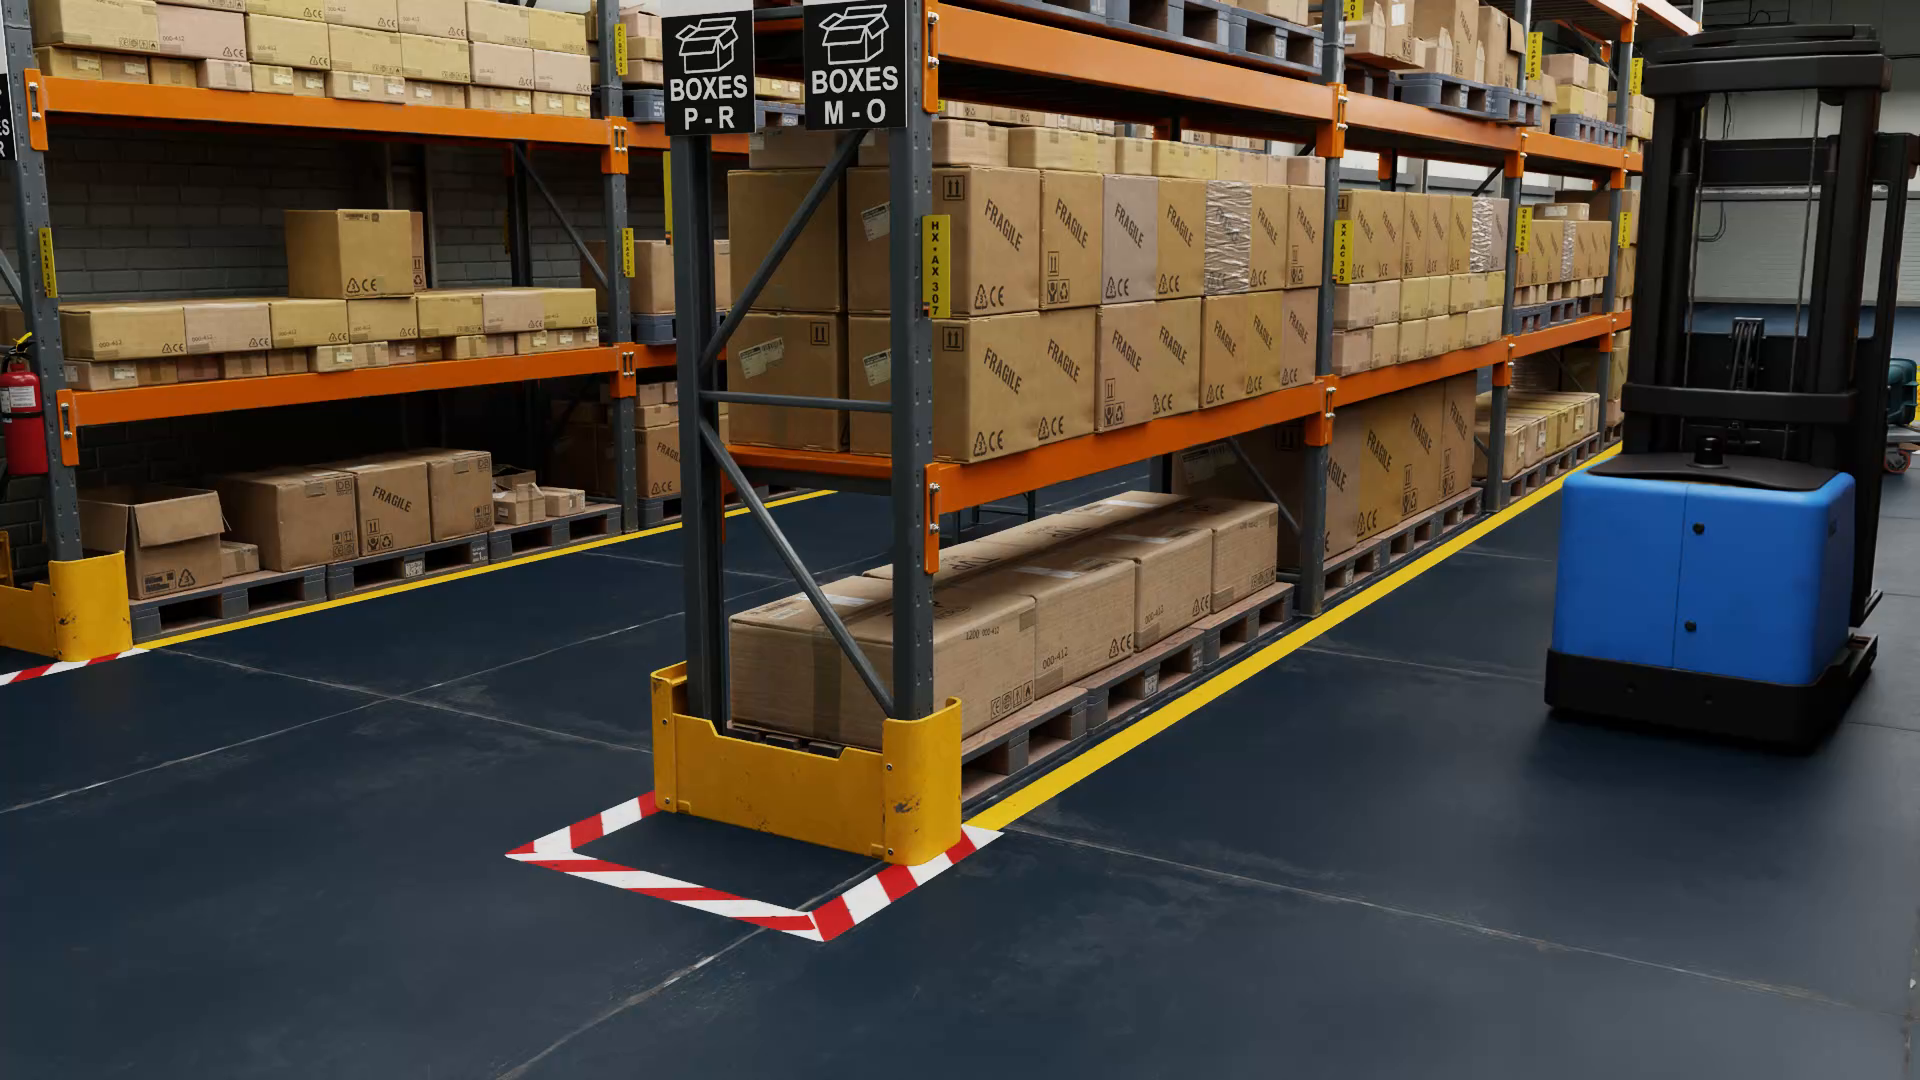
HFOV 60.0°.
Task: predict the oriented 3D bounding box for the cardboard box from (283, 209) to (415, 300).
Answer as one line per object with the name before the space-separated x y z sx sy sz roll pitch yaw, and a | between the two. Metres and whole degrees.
cardboard box | -3.547 -1.663 9.663 0.500 0.500 0.500 7 13 32

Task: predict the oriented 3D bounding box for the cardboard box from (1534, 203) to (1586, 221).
cardboard box | 5.167 -2.826 14.327 0.380 0.149 0.250 6 12 28

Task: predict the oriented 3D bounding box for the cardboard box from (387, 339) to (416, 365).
cardboard box | -3.481 -1.131 9.941 0.380 0.149 0.250 6 12 31

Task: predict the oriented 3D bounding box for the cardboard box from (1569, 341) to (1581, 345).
cardboard box | 6.023 -1.777 17.000 0.500 0.500 0.500 7 12 32

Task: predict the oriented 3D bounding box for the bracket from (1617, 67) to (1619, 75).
bracket | 18.047 -12.771 45.347 0.235 0.232 0.430 6 12 31

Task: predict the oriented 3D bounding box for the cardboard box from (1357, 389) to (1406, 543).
cardboard box | 2.245 -0.506 10.554 0.875 0.875 0.875 7 13 32

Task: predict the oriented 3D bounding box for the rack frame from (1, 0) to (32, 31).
rack frame | -4.792 -3.889 7.690 1.000 3.000 0.127 6 12 31

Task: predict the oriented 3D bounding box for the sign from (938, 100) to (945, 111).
sign | -0.176 -3.875 14.360 0.100 0.325 0.005 6 12 31

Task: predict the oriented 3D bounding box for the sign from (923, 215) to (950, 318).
sign | -0.076 -0.878 5.337 0.100 0.325 0.005 6 12 31

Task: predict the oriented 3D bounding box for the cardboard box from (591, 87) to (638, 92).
cardboard box | -2.510 -3.272 11.812 0.380 0.149 0.250 7 13 32

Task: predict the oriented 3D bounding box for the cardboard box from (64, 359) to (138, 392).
cardboard box | -4.386 -0.843 8.401 0.380 0.149 0.250 6 12 30

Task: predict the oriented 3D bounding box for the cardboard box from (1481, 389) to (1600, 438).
cardboard box | 5.413 -1.186 15.554 0.950 0.372 0.625 7 12 31

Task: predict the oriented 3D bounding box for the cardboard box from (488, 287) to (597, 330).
cardboard box | -2.771 -1.539 11.036 0.500 0.250 0.500 7 13 32

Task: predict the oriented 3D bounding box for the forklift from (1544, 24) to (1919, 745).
forklift | 3.794 -0.832 7.847 1.130 2.935 3.031 7 13 34

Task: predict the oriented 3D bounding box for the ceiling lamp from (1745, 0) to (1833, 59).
ceiling lamp | 20.012 -12.908 40.001 2.000 3.185 0.800 6 12 31

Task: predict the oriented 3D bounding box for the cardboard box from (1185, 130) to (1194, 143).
cardboard box | 2.469 -4.696 19.103 0.396 0.266 0.258 6 12 29

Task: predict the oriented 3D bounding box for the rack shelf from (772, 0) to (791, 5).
rack shelf | -1.677 -4.283 12.833 1.077 0.370 4.000 6 12 31

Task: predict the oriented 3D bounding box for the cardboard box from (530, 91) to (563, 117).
cardboard box | -2.779 -2.798 10.692 0.380 0.149 0.250 6 12 31

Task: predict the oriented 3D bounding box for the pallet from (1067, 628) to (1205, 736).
pallet | 0.435 0.579 7.701 1.003 0.211 1.213 6 12 31

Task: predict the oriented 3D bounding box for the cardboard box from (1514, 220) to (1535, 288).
cardboard box | 4.037 -2.176 12.617 0.500 0.500 0.500 6 12 29

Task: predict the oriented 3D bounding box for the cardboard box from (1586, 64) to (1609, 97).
cardboard box | 5.491 -4.104 14.894 0.500 0.250 0.500 7 13 32

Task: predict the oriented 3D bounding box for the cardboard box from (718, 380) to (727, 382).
cardboard box | -1.801 -1.235 13.701 0.380 0.149 0.250 6 12 31

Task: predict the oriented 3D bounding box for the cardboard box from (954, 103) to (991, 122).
cardboard box | -0.054 -4.069 15.114 0.500 0.500 0.500 7 12 31

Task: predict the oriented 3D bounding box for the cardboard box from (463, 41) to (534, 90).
cardboard box | -3.012 -2.934 10.337 0.500 0.250 0.500 6 12 29

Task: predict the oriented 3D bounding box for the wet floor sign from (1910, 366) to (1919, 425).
wet floor sign | 10.365 -1.563 17.963 0.267 0.644 0.232 4 11 21

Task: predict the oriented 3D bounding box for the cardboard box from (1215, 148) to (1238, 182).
cardboard box | 1.059 -1.723 7.669 0.380 0.149 0.250 6 12 30

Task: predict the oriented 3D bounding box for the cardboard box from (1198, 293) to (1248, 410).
cardboard box | 0.996 -0.886 7.678 0.500 0.500 0.500 6 12 30

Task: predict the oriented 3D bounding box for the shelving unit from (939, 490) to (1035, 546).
shelving unit | 0.044 -0.751 11.302 0.538 1.500 1.048 6 12 31

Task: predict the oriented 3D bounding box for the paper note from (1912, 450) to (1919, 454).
paper note | 9.107 -0.823 15.700 0.155 0.023 0.172 -8 13 -38

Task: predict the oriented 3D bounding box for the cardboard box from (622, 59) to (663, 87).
cardboard box | -2.220 -3.185 11.349 0.380 0.149 0.250 7 12 32

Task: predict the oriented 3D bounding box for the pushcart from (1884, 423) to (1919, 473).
pushcart | 7.657 -0.855 14.913 1.648 0.377 0.936 2 11 11

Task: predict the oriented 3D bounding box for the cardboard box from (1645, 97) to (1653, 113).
cardboard box | 6.539 -4.239 16.222 0.380 0.149 0.250 6 12 30

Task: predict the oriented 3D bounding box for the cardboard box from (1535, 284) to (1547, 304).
cardboard box | 4.451 -1.963 13.242 0.380 0.149 0.250 6 12 31

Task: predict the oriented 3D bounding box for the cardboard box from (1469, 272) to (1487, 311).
cardboard box | 3.309 -1.716 11.431 0.500 0.250 0.500 6 12 29

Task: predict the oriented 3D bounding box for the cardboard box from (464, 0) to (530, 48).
cardboard box | -3.027 -3.179 10.289 0.500 0.250 0.500 6 12 30

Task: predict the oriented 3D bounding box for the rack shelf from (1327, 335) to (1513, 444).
rack shelf | 2.568 -1.057 10.819 1.077 0.370 4.000 6 12 31

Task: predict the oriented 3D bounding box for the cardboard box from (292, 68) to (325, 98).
cardboard box | -3.743 -2.518 9.198 0.380 0.149 0.250 6 12 30

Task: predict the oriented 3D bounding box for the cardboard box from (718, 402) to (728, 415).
cardboard box | -1.969 -1.034 12.630 0.380 0.149 0.250 6 12 30

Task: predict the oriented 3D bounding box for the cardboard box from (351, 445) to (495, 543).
cardboard box | -3.377 -0.300 10.469 0.700 0.500 0.500 6 12 29

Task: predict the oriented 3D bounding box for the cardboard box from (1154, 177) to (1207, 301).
cardboard box | 0.726 -1.298 7.162 0.500 0.500 0.500 6 12 31

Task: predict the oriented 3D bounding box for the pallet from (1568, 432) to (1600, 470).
pallet | 5.280 -0.861 15.395 1.003 0.211 1.213 6 12 31

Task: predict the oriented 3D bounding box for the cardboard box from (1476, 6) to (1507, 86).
cardboard box | 3.254 -3.281 11.180 0.700 0.500 0.500 6 12 28

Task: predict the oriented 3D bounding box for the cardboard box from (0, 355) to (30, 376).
cardboard box | -4.849 -0.895 8.680 0.380 0.149 0.250 6 12 30

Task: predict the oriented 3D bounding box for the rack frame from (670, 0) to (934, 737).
rack frame | -0.547 -0.467 5.712 1.000 3.000 0.127 6 12 31

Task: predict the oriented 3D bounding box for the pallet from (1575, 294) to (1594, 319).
pallet | 5.162 -2.154 15.243 1.003 0.211 1.213 6 12 31

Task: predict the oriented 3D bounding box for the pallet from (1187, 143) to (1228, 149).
pallet | 2.493 -4.587 19.805 1.003 0.211 1.213 6 12 31

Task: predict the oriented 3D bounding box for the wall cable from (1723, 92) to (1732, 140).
wall cable | 22.931 -12.135 46.449 3.097 2.526 0.112 6 12 31

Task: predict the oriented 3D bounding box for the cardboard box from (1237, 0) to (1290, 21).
cardboard box | 1.334 -2.530 7.850 0.380 0.149 0.250 7 13 32

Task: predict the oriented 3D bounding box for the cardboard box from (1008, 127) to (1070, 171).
cardboard box | 0.182 -1.434 6.124 0.380 0.149 0.250 7 13 32

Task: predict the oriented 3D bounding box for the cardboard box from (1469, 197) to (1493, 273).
cardboard box | 3.302 -2.078 11.328 0.500 0.500 0.500 7 12 32

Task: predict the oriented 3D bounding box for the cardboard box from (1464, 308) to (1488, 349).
cardboard box | 3.314 -1.465 11.452 0.500 0.250 0.500 7 12 32
